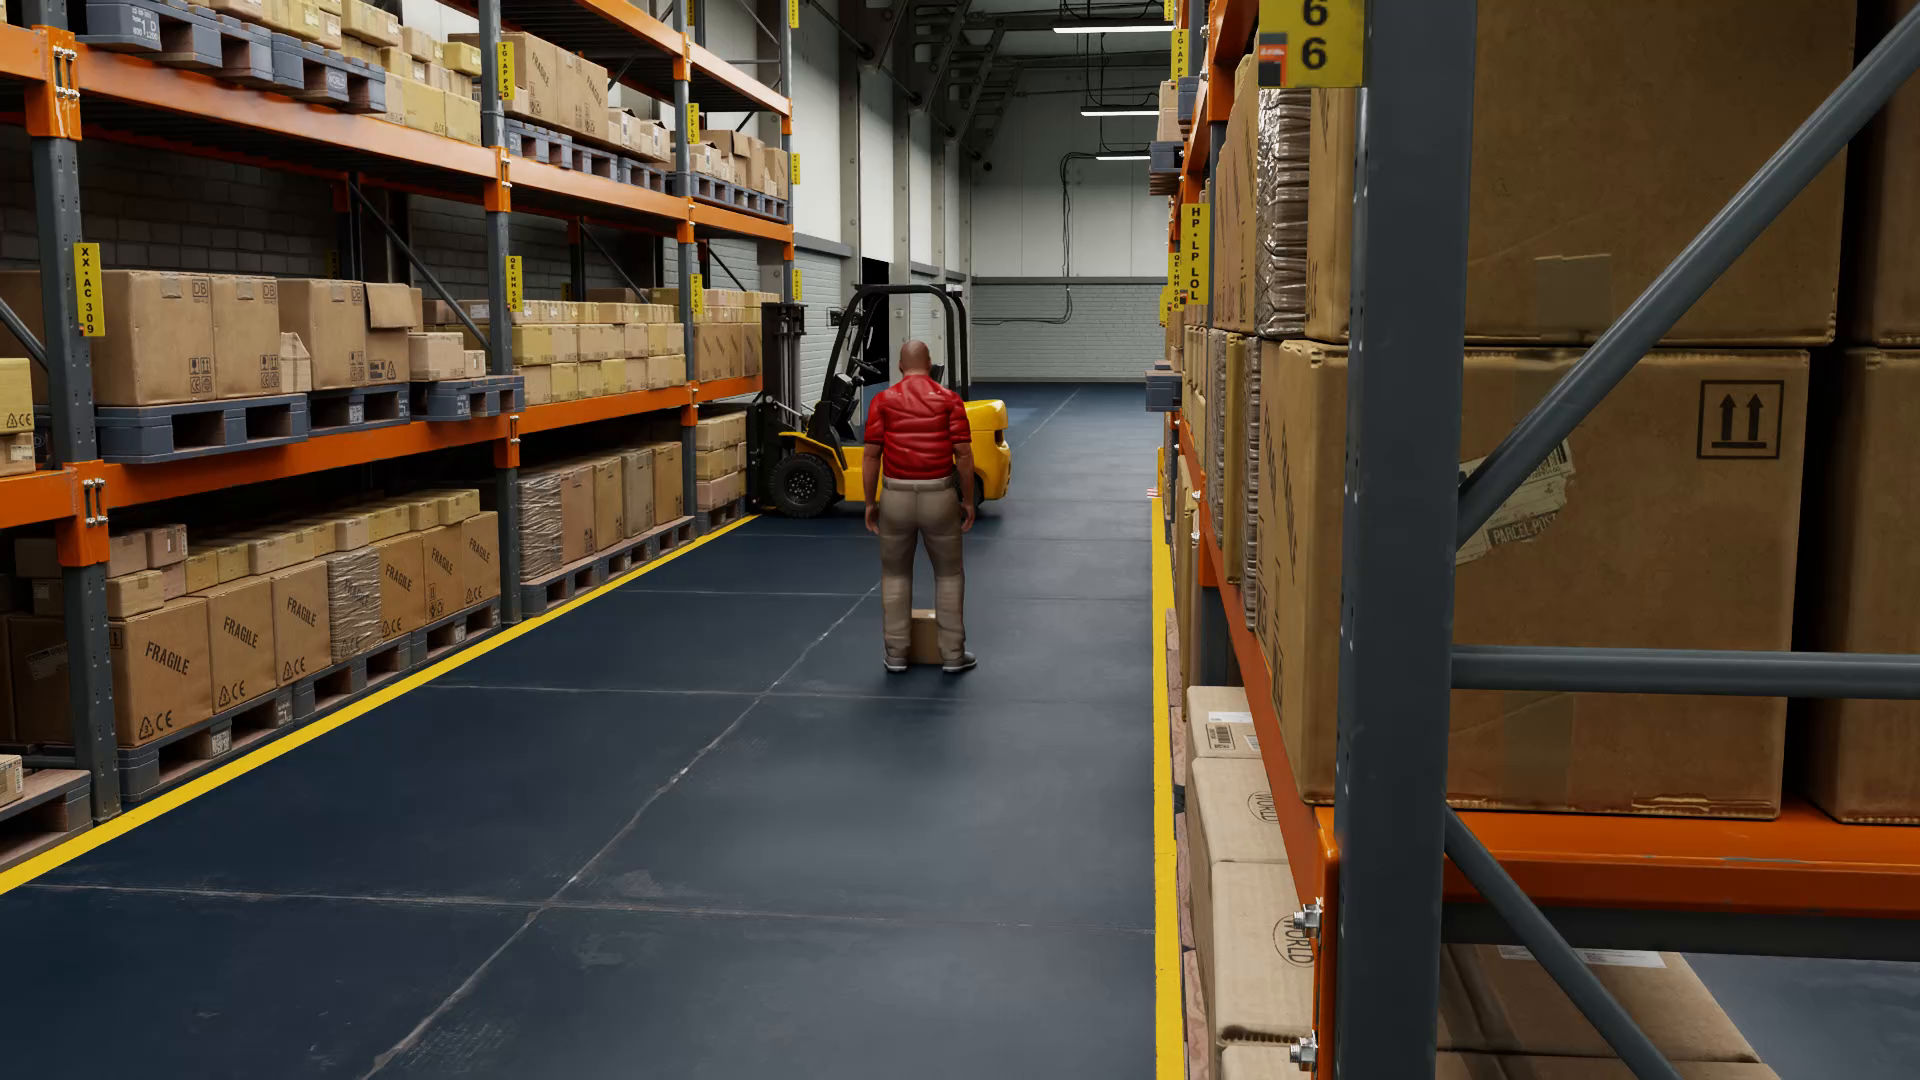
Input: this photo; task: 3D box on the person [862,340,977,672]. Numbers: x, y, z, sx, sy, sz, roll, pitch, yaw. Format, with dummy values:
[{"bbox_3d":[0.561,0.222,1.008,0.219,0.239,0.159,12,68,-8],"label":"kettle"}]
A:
[{"bbox_3d":[-0.210,-0.175,8.670,0.590,1.725,0.392,0,8,4],"label":"person"}]
